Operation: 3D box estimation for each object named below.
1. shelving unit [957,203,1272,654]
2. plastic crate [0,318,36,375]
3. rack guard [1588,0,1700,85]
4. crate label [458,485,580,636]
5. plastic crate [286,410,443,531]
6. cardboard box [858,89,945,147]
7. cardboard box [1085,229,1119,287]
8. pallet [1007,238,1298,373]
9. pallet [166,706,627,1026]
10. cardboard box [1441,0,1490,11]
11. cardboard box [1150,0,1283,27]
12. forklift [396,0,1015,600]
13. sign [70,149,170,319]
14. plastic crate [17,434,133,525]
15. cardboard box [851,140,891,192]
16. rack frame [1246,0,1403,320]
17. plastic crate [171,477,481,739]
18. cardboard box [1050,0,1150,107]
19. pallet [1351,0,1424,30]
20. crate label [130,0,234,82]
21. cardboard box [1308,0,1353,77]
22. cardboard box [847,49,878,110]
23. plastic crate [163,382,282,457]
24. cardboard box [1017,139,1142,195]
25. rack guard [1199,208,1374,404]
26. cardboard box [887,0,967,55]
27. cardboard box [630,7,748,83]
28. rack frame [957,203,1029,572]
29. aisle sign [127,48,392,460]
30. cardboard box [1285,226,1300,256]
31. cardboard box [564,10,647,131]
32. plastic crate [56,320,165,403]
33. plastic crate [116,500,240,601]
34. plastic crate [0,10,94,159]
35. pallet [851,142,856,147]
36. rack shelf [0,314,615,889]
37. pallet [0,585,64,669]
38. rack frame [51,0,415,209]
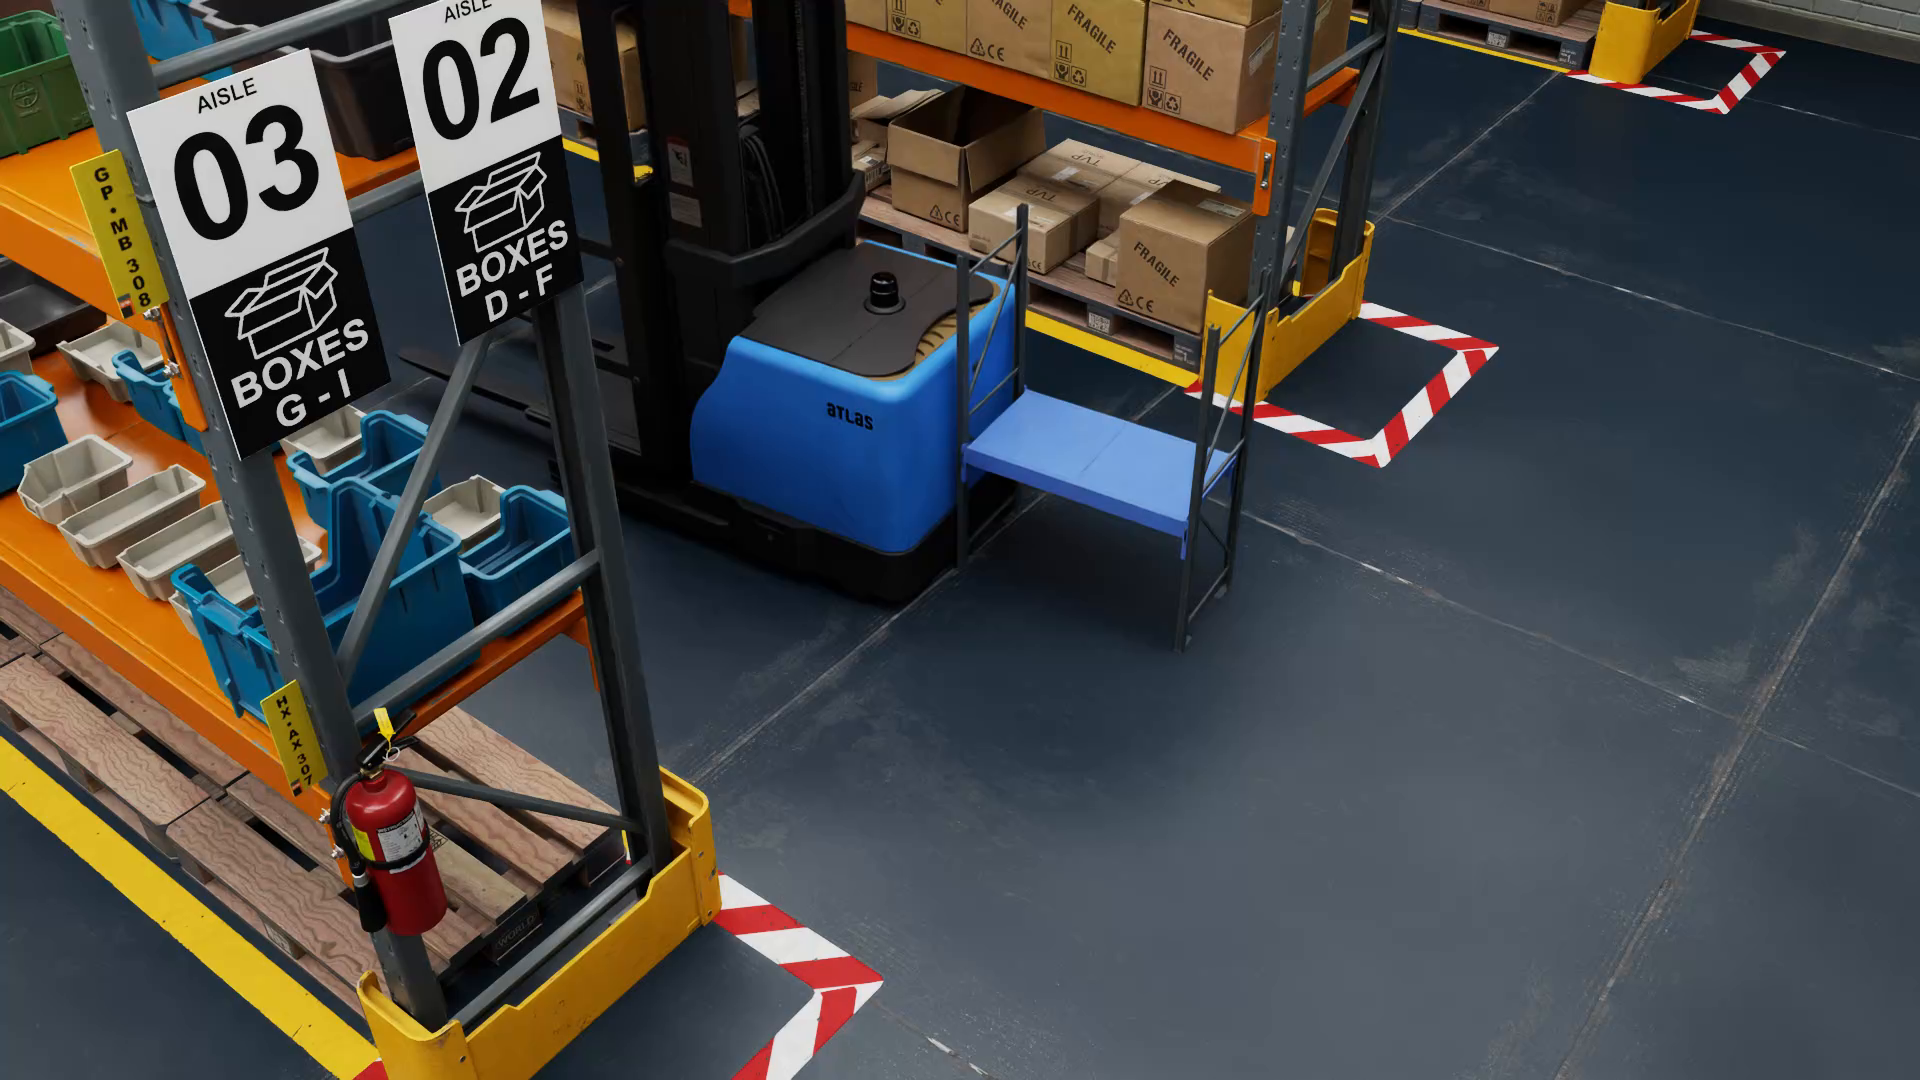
[{"bbox_3d":[0.564,-0.431,6.584,1.048,1.500,0.538,20,42,24],"label":"shelving unit"},{"bbox_3d":[-3.379,-0.537,5.550,0.530,0.282,0.437,25,45,29],"label":"plastic crate"},{"bbox_3d":[4.736,-3.582,11.419,0.348,0.500,1.175,25,45,29],"label":"rack guard"},{"bbox_3d":[-1.298,0.065,4.821,0.303,0.233,0.416,25,45,29],"label":"crate label"},{"bbox_3d":[-1.821,-0.182,5.136,0.300,0.233,0.416,25,45,29],"label":"plastic crate"},{"bbox_3d":[-0.247,-2.405,9.713,0.500,0.311,0.500,25,45,29],"label":"cardboard box"},{"bbox_3d":[0.861,-1.485,8.654,0.250,0.166,0.380,25,45,29],"label":"cardboard box"},{"bbox_3d":[1.016,-1.377,8.837,1.213,0.211,1.003,25,45,29],"label":"pallet"},{"bbox_3d":[-1.934,1.046,5.743,1.213,0.211,1.003,25,45,29],"label":"pallet"},{"bbox_3d":[3.702,-4.157,11.813,0.500,0.500,0.700,25,45,28],"label":"cardboard box"},{"bbox_3d":[1.189,-2.613,7.262,0.500,0.500,0.500,25,44,28],"label":"cardboard box"},{"bbox_3d":[-1.260,-1.580,6.891,3.031,2.935,1.130,20,42,24],"label":"forklift"},{"bbox_3d":[-1.624,-0.589,3.220,0.005,0.325,0.100,25,45,29],"label":"sign"},{"bbox_3d":[-2.764,-0.170,5.200,0.250,0.136,0.298,25,45,29],"label":"plastic crate"},{"bbox_3d":[-0.572,-2.122,9.468,0.250,0.166,0.380,25,45,29],"label":"cardboard box"},{"bbox_3d":[1.710,-2.148,7.561,0.127,3.000,1.000,25,45,29],"label":"rack frame"},{"bbox_3d":[-1.682,0.204,4.478,0.499,0.435,0.616,25,45,29],"label":"plastic crate"},{"bbox_3d":[0.775,-2.415,7.820,0.500,0.500,0.500,26,45,29],"label":"cardboard box"},{"bbox_3d":[3.069,-4.195,12.438,1.213,0.211,1.003,25,45,29],"label":"pallet"},{"bbox_3d":[-1.839,-1.350,4.229,0.502,0.251,0.408,25,45,29],"label":"crate label"},{"bbox_3d":[1.518,-2.483,7.907,0.500,0.500,0.500,26,45,29],"label":"cardboard box"},{"bbox_3d":[-0.842,-2.761,10.014,0.500,0.500,0.500,25,45,29],"label":"cardboard box"},{"bbox_3d":[-2.344,-0.429,5.451,0.300,0.233,0.416,25,45,29],"label":"plastic crate"},{"bbox_3d":[0.656,-1.956,9.188,0.500,0.250,0.500,25,45,29],"label":"cardboard box"},{"bbox_3d":[1.650,-1.192,8.367,0.348,0.500,1.175,25,45,29],"label":"rack guard"},{"bbox_3d":[-0.018,-2.793,8.303,0.500,0.500,0.500,25,44,28],"label":"cardboard box"},{"bbox_3d":[-1.703,-3.136,10.493,0.500,0.500,0.500,23,44,27],"label":"cardboard box"},{"bbox_3d":[0.128,-0.592,6.789,0.032,1.500,0.500,20,42,24],"label":"rack frame"},{"bbox_3d":[-1.423,-0.577,3.445,0.004,0.787,0.394,25,45,29],"label":"aisle sign"},{"bbox_3d":[1.586,-1.524,8.719,0.250,0.149,0.380,25,45,29],"label":"cardboard box"},{"bbox_3d":[-2.033,-2.880,10.166,0.500,0.500,0.500,25,44,28],"label":"cardboard box"},{"bbox_3d":[-2.914,-0.637,5.796,0.466,0.136,0.293,25,45,29],"label":"plastic crate"},{"bbox_3d":[-2.281,0.024,4.952,0.243,0.136,0.396,25,45,29],"label":"plastic crate"},{"bbox_3d":[-2.259,-1.051,3.898,0.336,0.188,0.450,25,45,29],"label":"plastic crate"},{"bbox_3d":[-0.922,-2.290,10.004,1.213,0.211,1.003,25,45,29],"label":"pallet"},{"bbox_3d":[-2.891,-0.190,5.643,4.000,0.370,1.077,25,45,29],"label":"rack shelf"},{"bbox_3d":[-3.872,0.132,6.910,1.213,0.211,1.003,25,45,29],"label":"pallet"},{"bbox_3d":[-1.302,-2.086,2.615,0.127,3.000,1.000,25,45,29],"label":"rack frame"}]
